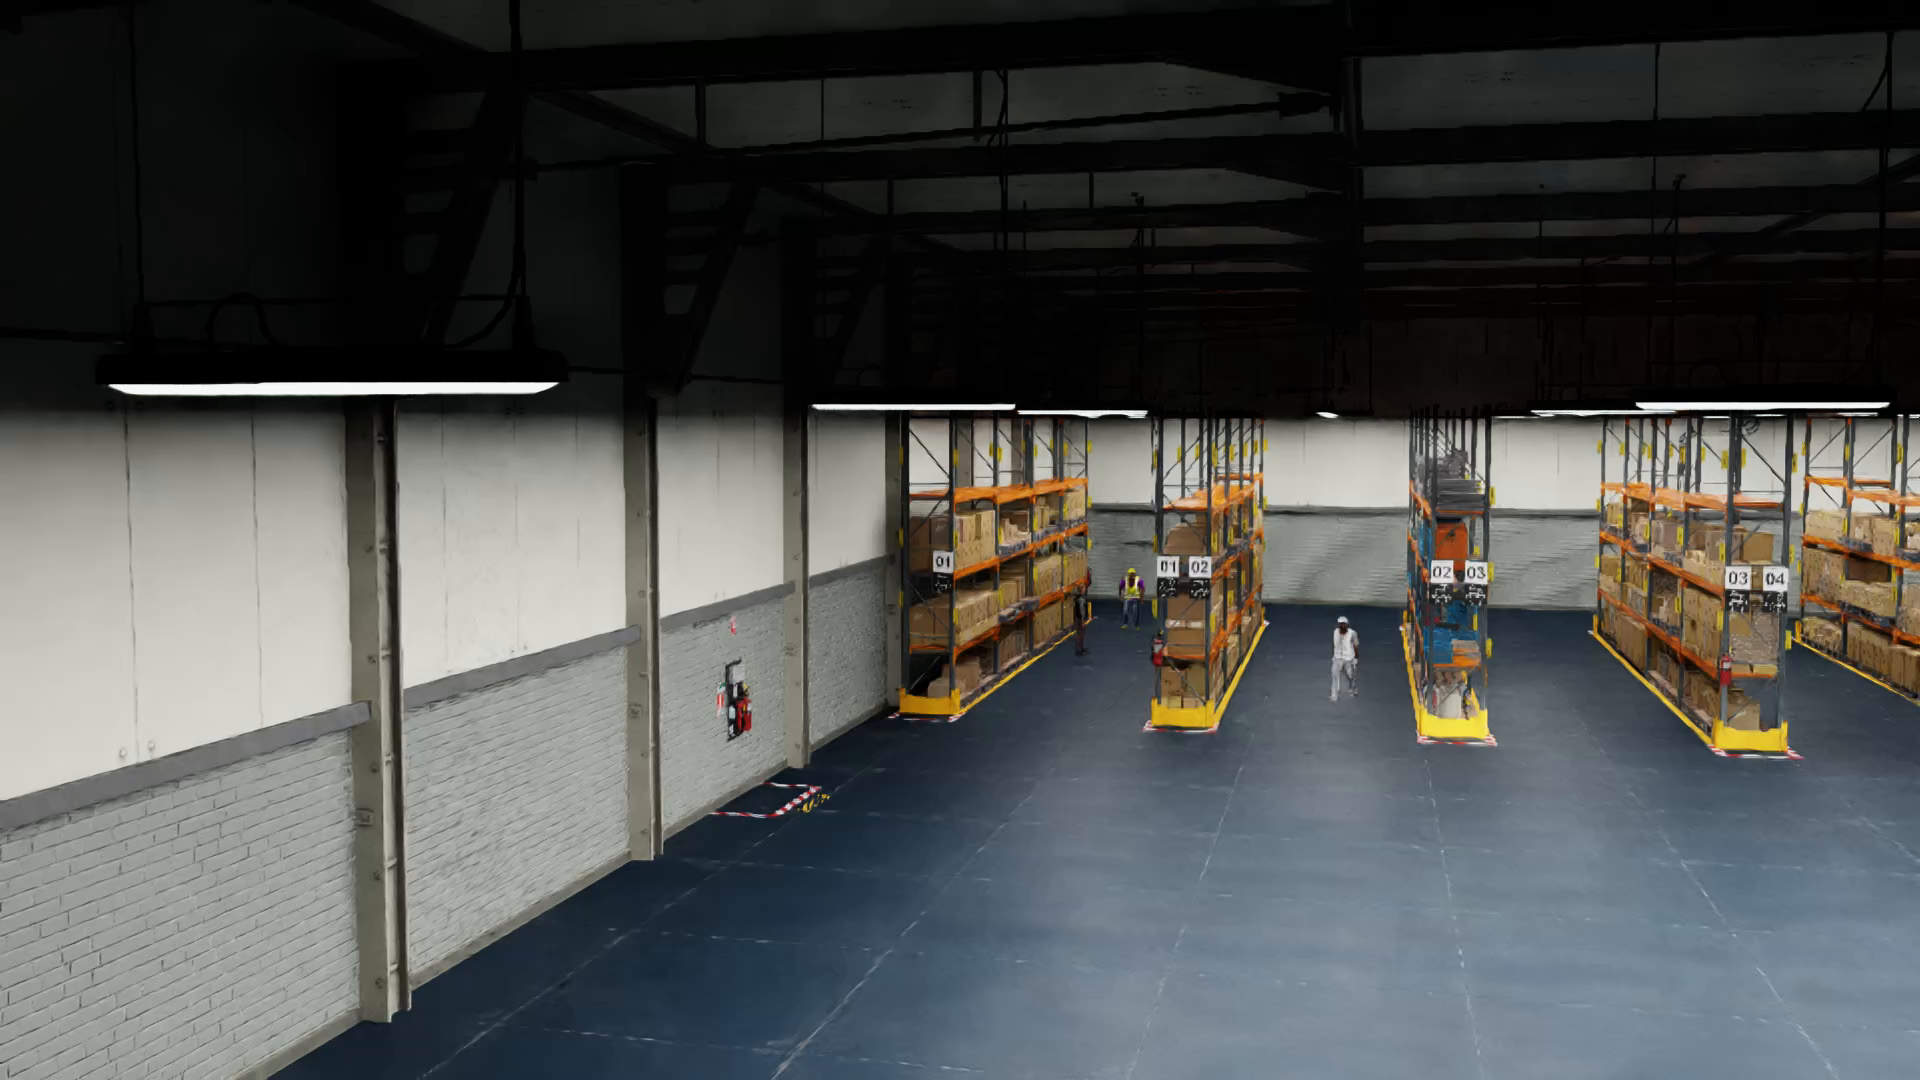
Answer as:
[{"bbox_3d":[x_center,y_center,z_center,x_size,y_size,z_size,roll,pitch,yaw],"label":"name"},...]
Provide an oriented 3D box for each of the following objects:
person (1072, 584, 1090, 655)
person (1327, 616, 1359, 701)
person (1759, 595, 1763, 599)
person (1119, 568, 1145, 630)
[{"bbox_3d":[2.996,1.923,40.714,0.466,1.726,0.595,-1,4,-8],"label":"person"},{"bbox_3d":[7.878,2.413,34.041,0.591,1.746,0.951,2,5,30],"label":"person"},{"bbox_3d":[22.995,1.541,47.402,0.410,1.529,0.958,2,4,23],"label":"person"},{"bbox_3d":[4.690,1.613,45.493,0.719,1.714,0.578,1,4,11],"label":"person"}]
